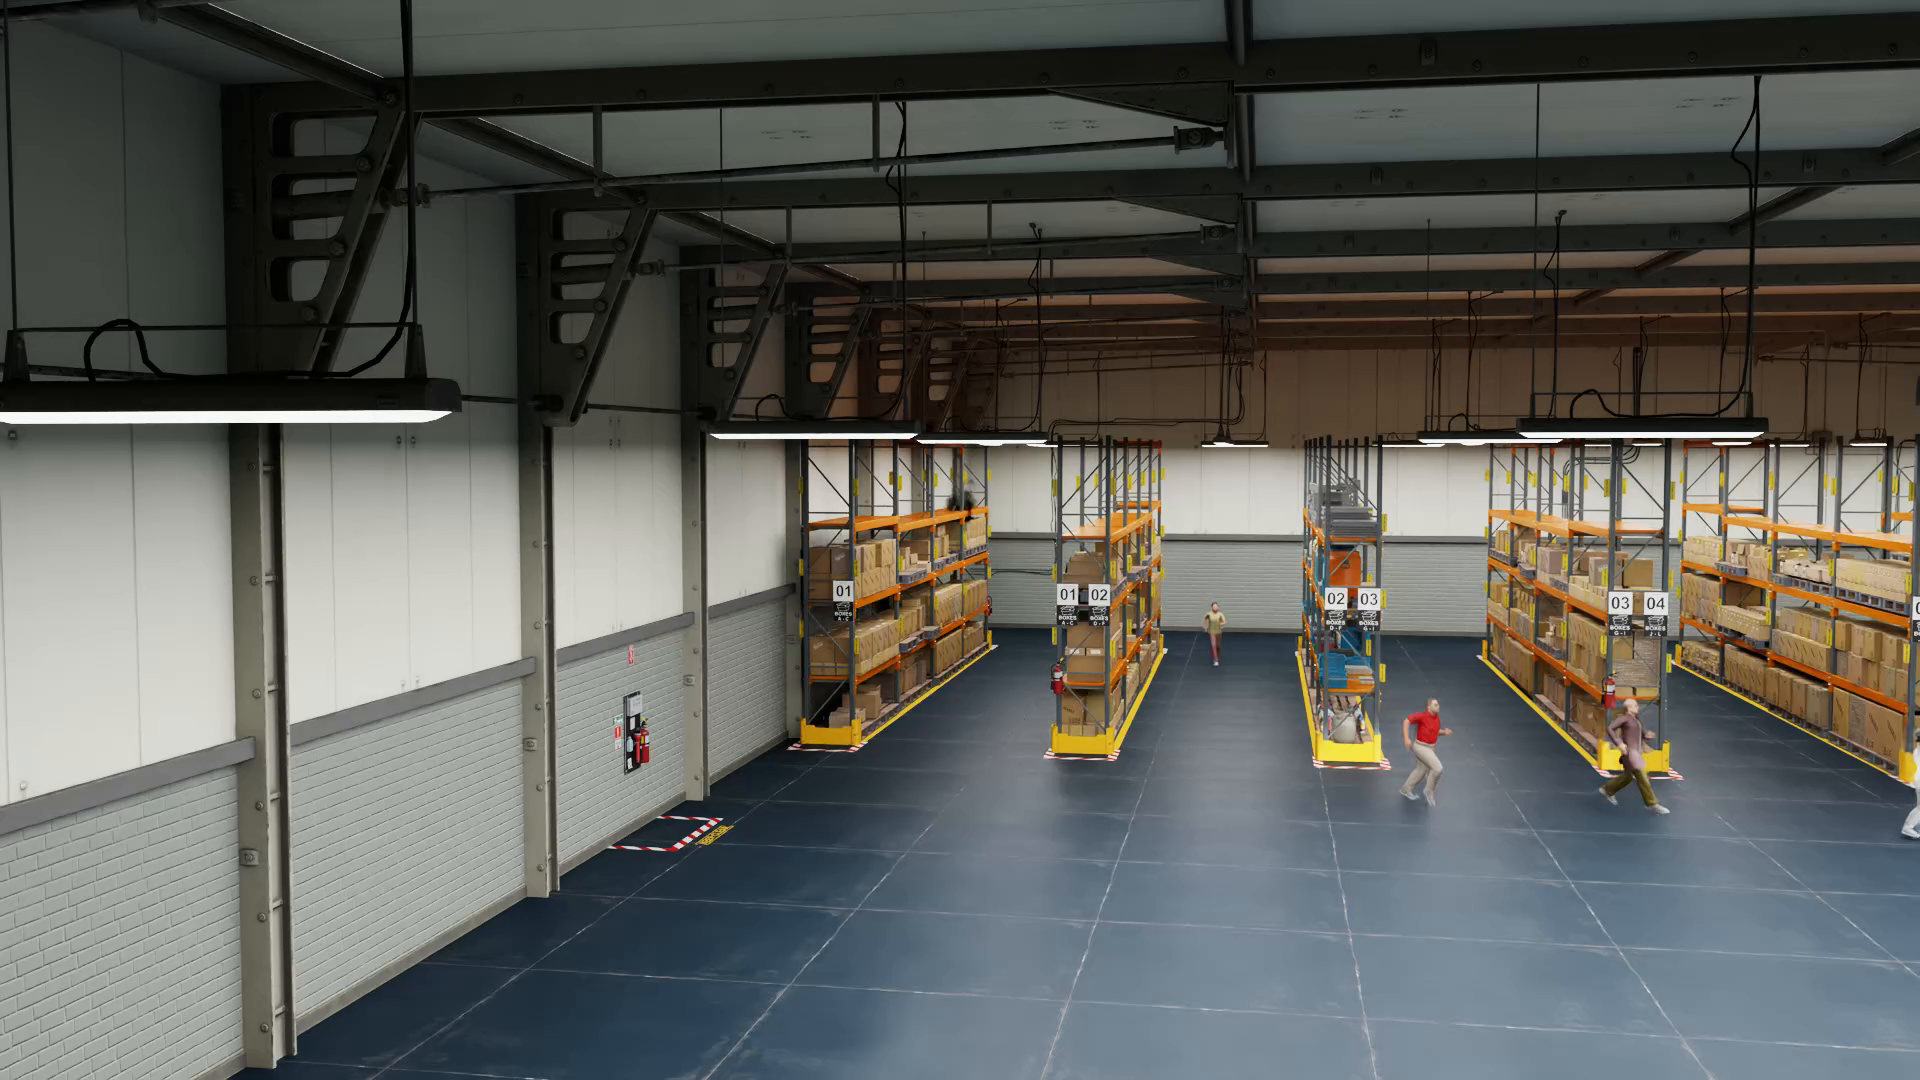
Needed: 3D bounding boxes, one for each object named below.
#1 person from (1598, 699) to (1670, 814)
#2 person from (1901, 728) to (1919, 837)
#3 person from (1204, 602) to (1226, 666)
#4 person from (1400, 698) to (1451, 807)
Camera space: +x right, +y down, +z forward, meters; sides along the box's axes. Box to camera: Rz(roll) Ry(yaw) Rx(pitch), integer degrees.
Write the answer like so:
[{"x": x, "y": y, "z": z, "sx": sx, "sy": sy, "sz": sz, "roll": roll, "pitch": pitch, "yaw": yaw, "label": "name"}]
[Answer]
[{"x": 10.654, "y": 3.388, "z": 26.279, "sx": 1.134, "sy": 1.745, "sz": 0.736, "roll": 2, "pitch": 4, "yaw": 37, "label": "person"}, {"x": 14.168, "y": 3.566, "z": 24.322, "sx": 0.651, "sy": 1.723, "sz": 0.593, "roll": 3, "pitch": 4, "yaw": 44, "label": "person"}, {"x": 6.792, "y": 2.480, "z": 44.287, "sx": 0.578, "sy": 1.650, "sz": 0.913, "roll": 0, "pitch": 3, "yaw": 2, "label": "person"}, {"x": 7.509, "y": 3.421, "z": 26.854, "sx": 0.845, "sy": 1.754, "sz": 0.689, "roll": 3, "pitch": 4, "yaw": 42, "label": "person"}]
